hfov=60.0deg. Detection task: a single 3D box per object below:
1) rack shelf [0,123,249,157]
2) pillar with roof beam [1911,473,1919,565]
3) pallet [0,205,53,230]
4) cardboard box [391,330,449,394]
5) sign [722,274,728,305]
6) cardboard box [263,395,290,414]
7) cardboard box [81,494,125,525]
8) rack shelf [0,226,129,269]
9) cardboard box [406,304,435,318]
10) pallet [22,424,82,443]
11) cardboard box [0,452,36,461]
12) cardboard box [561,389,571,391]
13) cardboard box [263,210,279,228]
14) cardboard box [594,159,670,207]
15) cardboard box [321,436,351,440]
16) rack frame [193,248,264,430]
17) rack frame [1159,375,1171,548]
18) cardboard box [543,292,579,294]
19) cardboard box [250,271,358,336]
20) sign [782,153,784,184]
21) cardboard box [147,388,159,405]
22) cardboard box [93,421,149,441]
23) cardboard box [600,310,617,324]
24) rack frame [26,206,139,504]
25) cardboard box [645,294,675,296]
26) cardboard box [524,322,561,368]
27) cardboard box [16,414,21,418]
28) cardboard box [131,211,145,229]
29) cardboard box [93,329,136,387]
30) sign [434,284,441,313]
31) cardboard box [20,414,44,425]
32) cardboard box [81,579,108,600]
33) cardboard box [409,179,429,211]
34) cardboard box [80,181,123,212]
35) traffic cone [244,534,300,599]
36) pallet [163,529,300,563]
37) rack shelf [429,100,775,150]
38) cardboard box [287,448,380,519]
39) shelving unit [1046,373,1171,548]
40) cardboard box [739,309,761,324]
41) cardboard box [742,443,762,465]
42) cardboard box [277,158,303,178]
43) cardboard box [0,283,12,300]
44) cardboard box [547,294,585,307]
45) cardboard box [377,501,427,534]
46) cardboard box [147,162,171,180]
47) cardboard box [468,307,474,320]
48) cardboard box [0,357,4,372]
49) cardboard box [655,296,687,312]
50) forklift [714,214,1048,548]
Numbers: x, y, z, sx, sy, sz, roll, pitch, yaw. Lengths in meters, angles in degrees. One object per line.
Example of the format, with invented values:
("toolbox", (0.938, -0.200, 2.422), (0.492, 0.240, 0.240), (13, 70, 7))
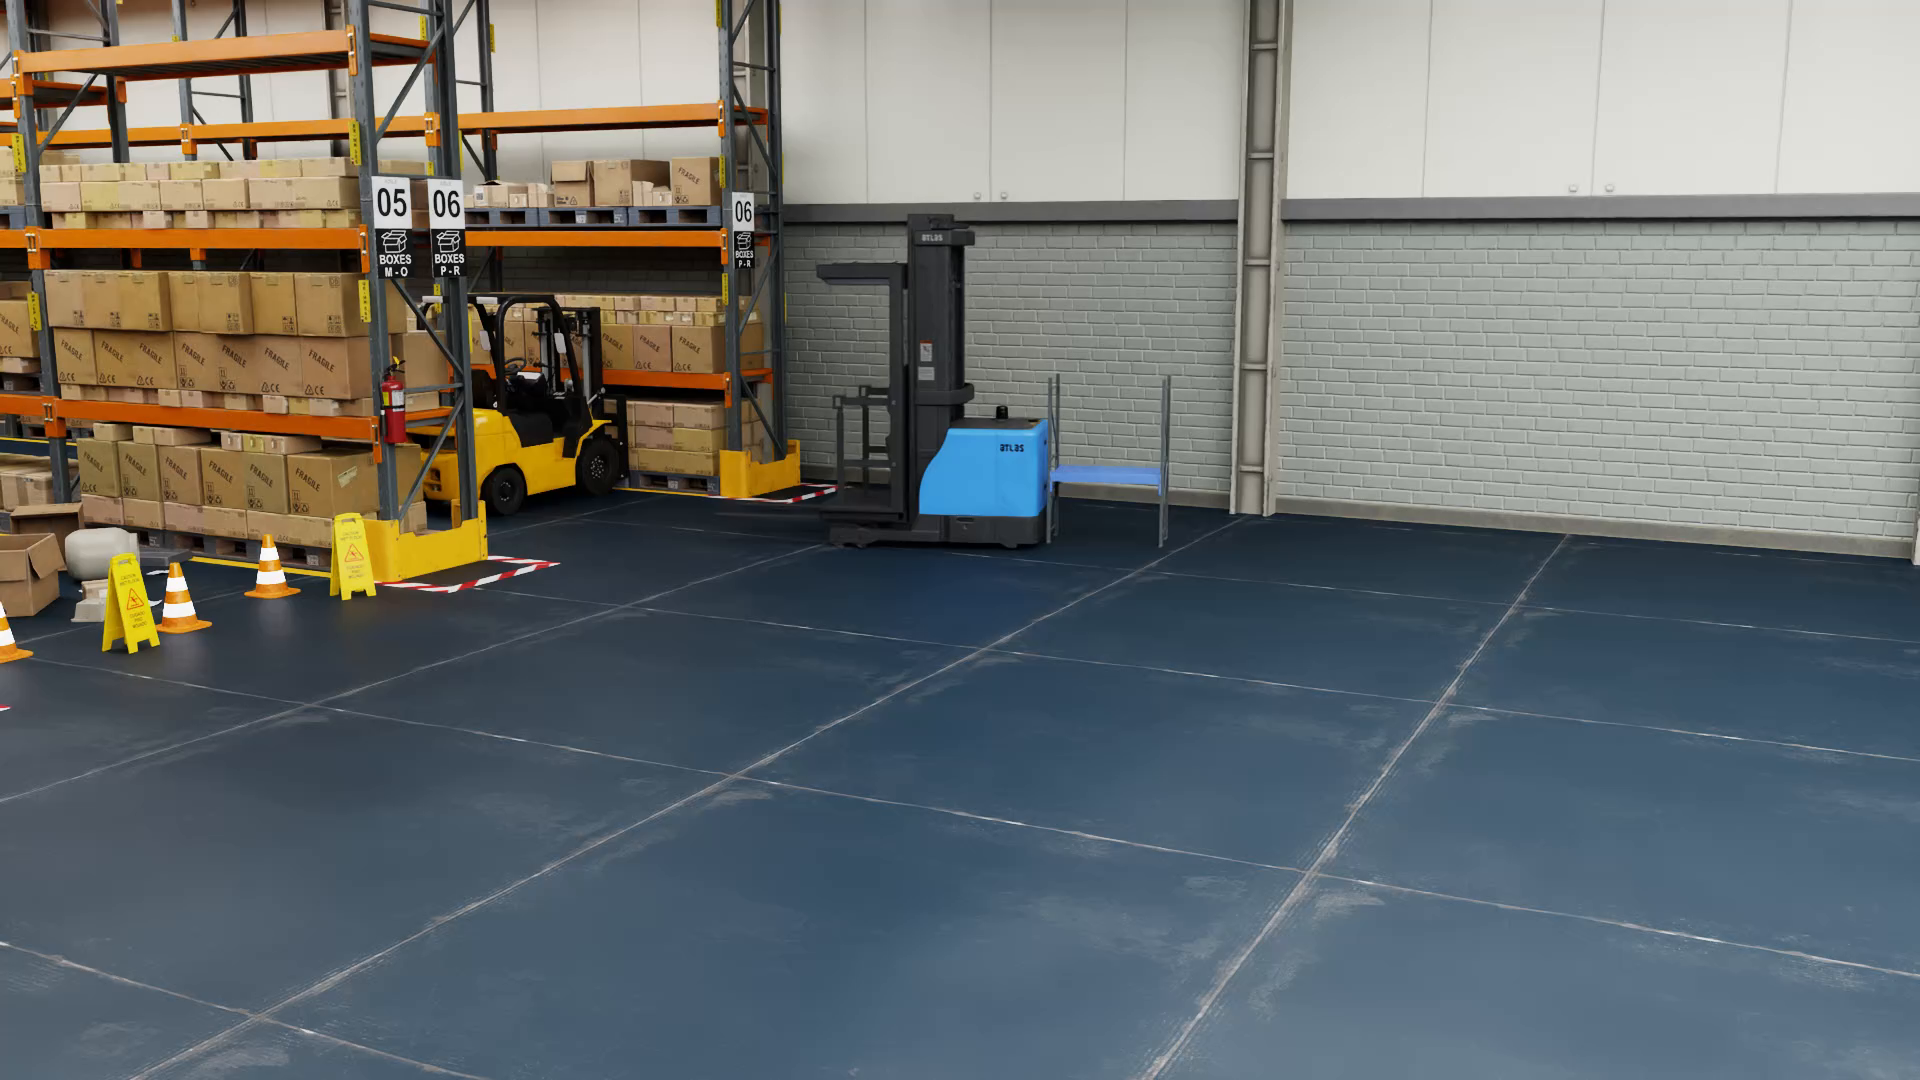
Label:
("rack shelf", (-11.172, -5.214, 21.935), (4.000, 0.370, 1.077), (5, 11, 26))
("pillar with roof beam", (6.427, -3.543, 9.556), (0.400, 9.000, 9.100), (5, 11, 26))
("pallet", (-8.490, -2.996, 15.487), (1.003, 0.211, 1.213), (5, 11, 26))
("cardboard box", (-4.699, -1.509, 14.049), (0.500, 0.500, 0.500), (5, 11, 25))
("sign", (-2.456, -2.626, 17.418), (0.005, 0.325, 0.100), (5, 11, 26))
("cardboard box", (-5.568, -1.145, 13.858), (0.250, 0.149, 0.380), (5, 12, 27))
("cardboard box", (-7.574, -0.311, 15.087), (0.500, 0.250, 0.500), (4, 11, 23))
("rack shelf", (-9.777, -2.827, 16.043), (4.000, 0.370, 1.077), (5, 11, 26))
("cardboard box", (-6.435, -2.717, 19.739), (0.250, 0.149, 0.380), (5, 11, 25))
("pallet", (-12.219, -1.540, 23.168), (1.213, 0.211, 1.003), (5, 11, 26))
("cardboard box", (-9.726, -0.612, 16.409), (0.625, 0.372, 0.950), (5, 12, 28))
("cardboard box", (-4.803, -1.640, 19.624), (0.500, 0.250, 0.500), (5, 11, 25))
("cardboard box", (-5.499, -2.639, 13.691), (0.250, 0.149, 0.380), (5, 11, 26))
("cardboard box", (-3.583, -3.899, 18.205), (0.500, 0.500, 0.700), (5, 11, 26))
("cardboard box", (-7.631, -1.539, 20.818), (0.625, 0.625, 0.875), (5, 11, 23))
("rack frame", (-9.378, -2.655, 21.498), (0.127, 3.000, 1.000), (5, 11, 26))
("rack frame", (1.847, -0.713, 14.979), (0.032, 1.500, 0.500), (2, 10, 12))
("cardboard box", (-4.669, -2.823, 19.488), (0.250, 0.149, 0.380), (5, 11, 25))
("cardboard box", (-5.402, -1.966, 13.766), (0.500, 0.500, 0.700), (5, 11, 26))
("sign", (-1.953, -4.058, 18.150), (0.005, 0.325, 0.100), (5, 11, 26))
("cardboard box", (-6.883, -1.279, 14.597), (0.250, 0.149, 0.380), (5, 11, 26))
("cardboard box", (-7.489, -0.980, 14.855), (0.250, 0.149, 0.380), (5, 11, 27))
("cardboard box", (-3.800, -2.473, 18.389), (0.250, 0.149, 0.380), (5, 11, 26))
("rack frame", (-7.984, -1.547, 15.375), (0.127, 3.000, 1.000), (5, 11, 26))
("cardboard box", (-3.336, -2.683, 18.717), (0.250, 0.149, 0.380), (5, 12, 28))
("cardboard box", (-4.580, -2.234, 18.893), (0.500, 0.500, 0.500), (5, 11, 25))
("cardboard box", (-13.453, -1.944, 23.938), (0.500, 0.311, 0.500), (5, 12, 28))
("cardboard box", (-6.890, -2.755, 14.334), (0.250, 0.149, 0.380), (5, 11, 24))
("cardboard box", (-7.252, -1.628, 14.704), (0.500, 0.500, 0.500), (5, 11, 26))
("sign", (-6.022, -2.783, 19.178), (0.005, 0.325, 0.100), (5, 11, 26))
("cardboard box", (-12.631, -1.873, 23.016), (0.500, 0.500, 0.500), (6, 12, 28))
("cardboard box", (-6.465, 0.390, 12.675), (0.380, 0.149, 0.250), (-7, 12, -33))
("cardboard box", (-4.730, -2.863, 13.807), (0.500, 0.250, 0.500), (5, 11, 25))
("cardboard box", (-7.244, -2.978, 14.445), (0.500, 0.250, 0.500), (5, 11, 25))
("traffic cone", (-5.353, 0.189, 12.908), (0.334, 0.463, 0.336), (5, 11, 26))
("pallet", (-6.268, -0.032, 14.832), (1.213, 0.211, 1.003), (5, 11, 26))
("rack shelf", (-3.997, -4.584, 18.452), (4.000, 0.370, 1.077), (5, 11, 26))
("cardboard box", (-5.231, -0.476, 13.893), (0.500, 0.500, 0.500), (5, 11, 26))
("shelving unit", (1.350, -0.732, 15.085), (1.048, 1.500, 0.538), (2, 10, 12))
("cardboard box", (-2.393, -2.461, 18.325), (0.250, 0.149, 0.380), (5, 11, 24))
("cardboard box", (-2.558, -0.948, 18.609), (0.500, 0.250, 0.500), (5, 11, 26))
("cardboard box", (-5.282, -3.000, 13.445), (0.250, 0.149, 0.380), (5, 11, 25))
("cardboard box", (-9.122, -2.321, 15.535), (0.250, 0.149, 0.380), (5, 11, 24))
("cardboard box", (-4.446, -2.693, 18.772), (0.250, 0.149, 0.380), (5, 11, 26))
("cardboard box", (-4.998, -0.193, 14.436), (0.500, 0.250, 0.500), (5, 11, 25))
("cardboard box", (-6.654, -3.121, 14.115), (0.250, 0.149, 0.380), (5, 11, 25))
("cardboard box", (-5.622, -2.641, 19.319), (0.250, 0.149, 0.380), (5, 11, 25))
("cardboard box", (-8.796, -1.650, 15.471), (0.250, 0.149, 0.380), (5, 11, 24))
("cardboard box", (-3.100, -2.565, 18.062), (0.250, 0.149, 0.380), (5, 12, 27))
("forklift", (-0.720, -1.472, 15.151), (3.031, 2.935, 1.130), (2, 10, 10))
